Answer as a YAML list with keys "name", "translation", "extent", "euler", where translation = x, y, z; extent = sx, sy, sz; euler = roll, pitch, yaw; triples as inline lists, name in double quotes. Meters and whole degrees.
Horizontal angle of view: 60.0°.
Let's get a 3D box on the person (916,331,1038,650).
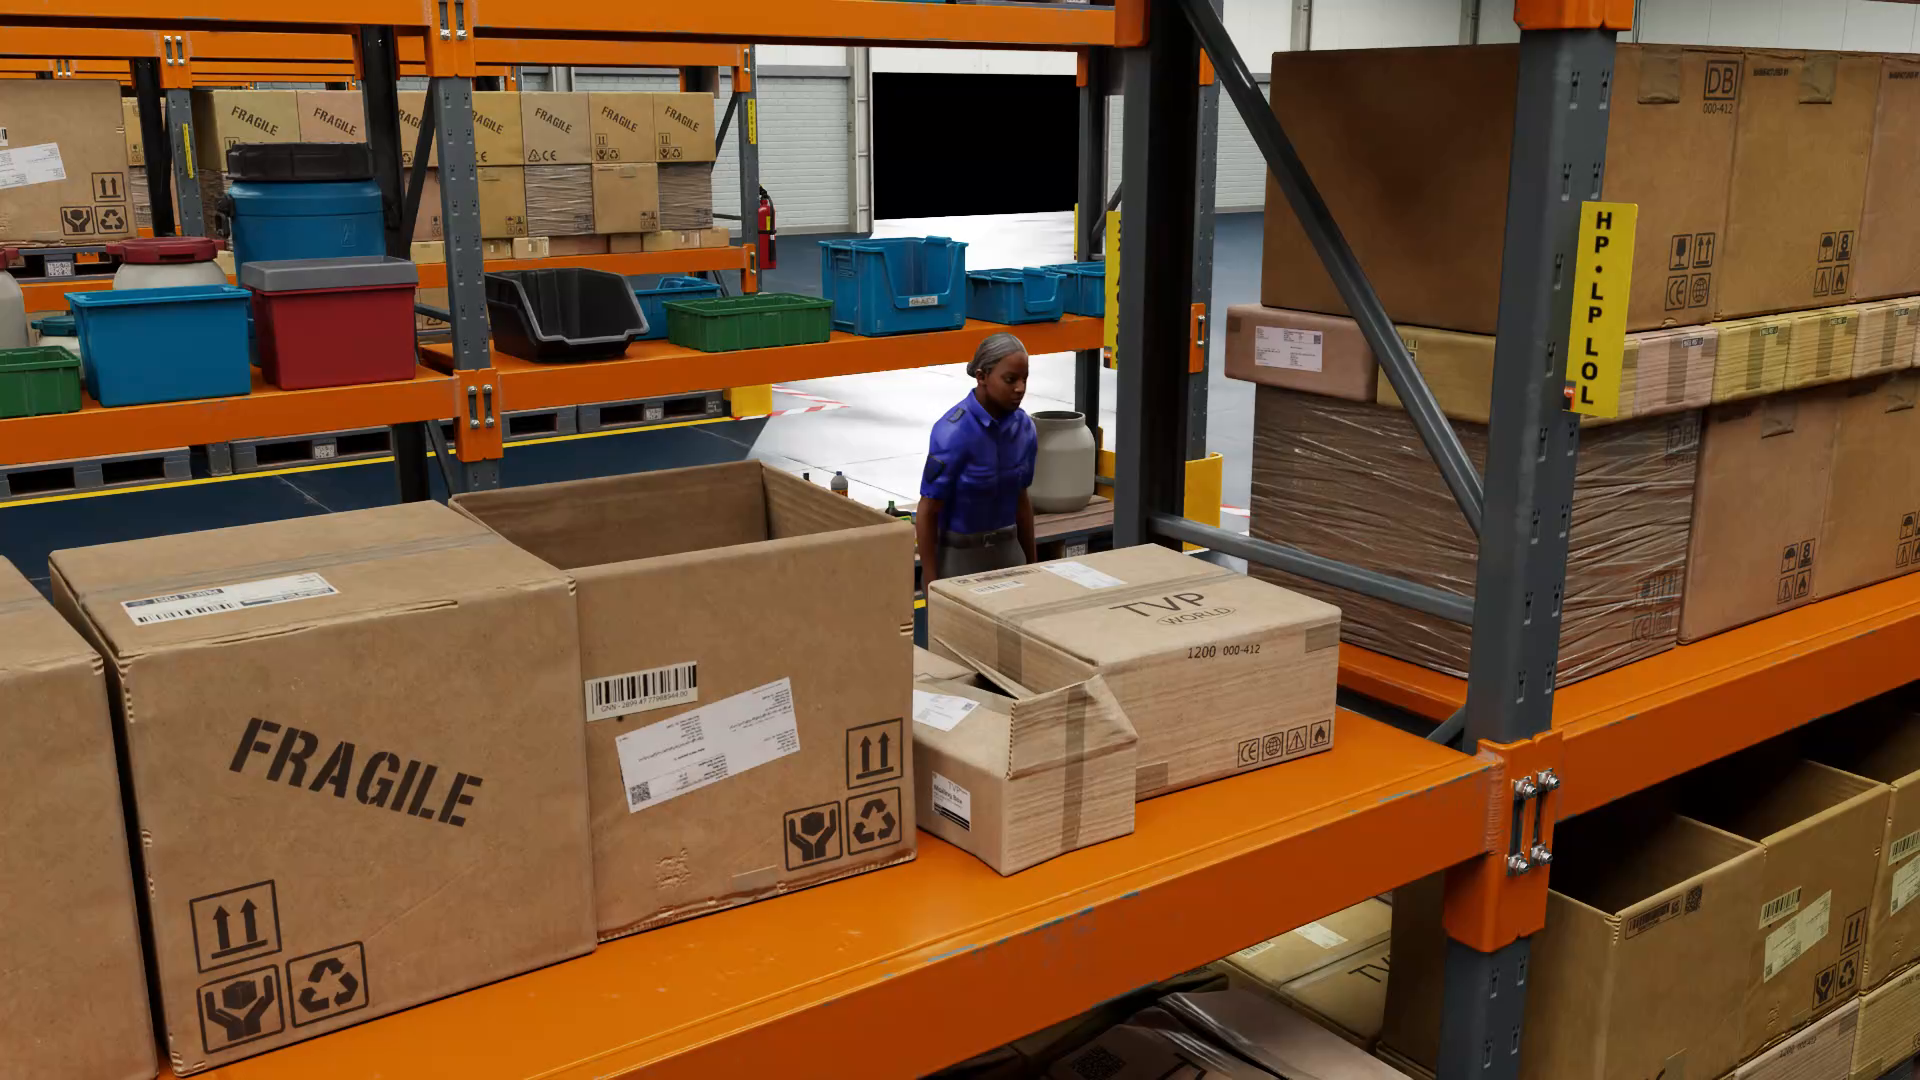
- name: "person"
  translation: [0.081, 0.136, 5.501]
  extent: [0.523, 1.653, 0.402]
  euler: [-12, 19, -38]
